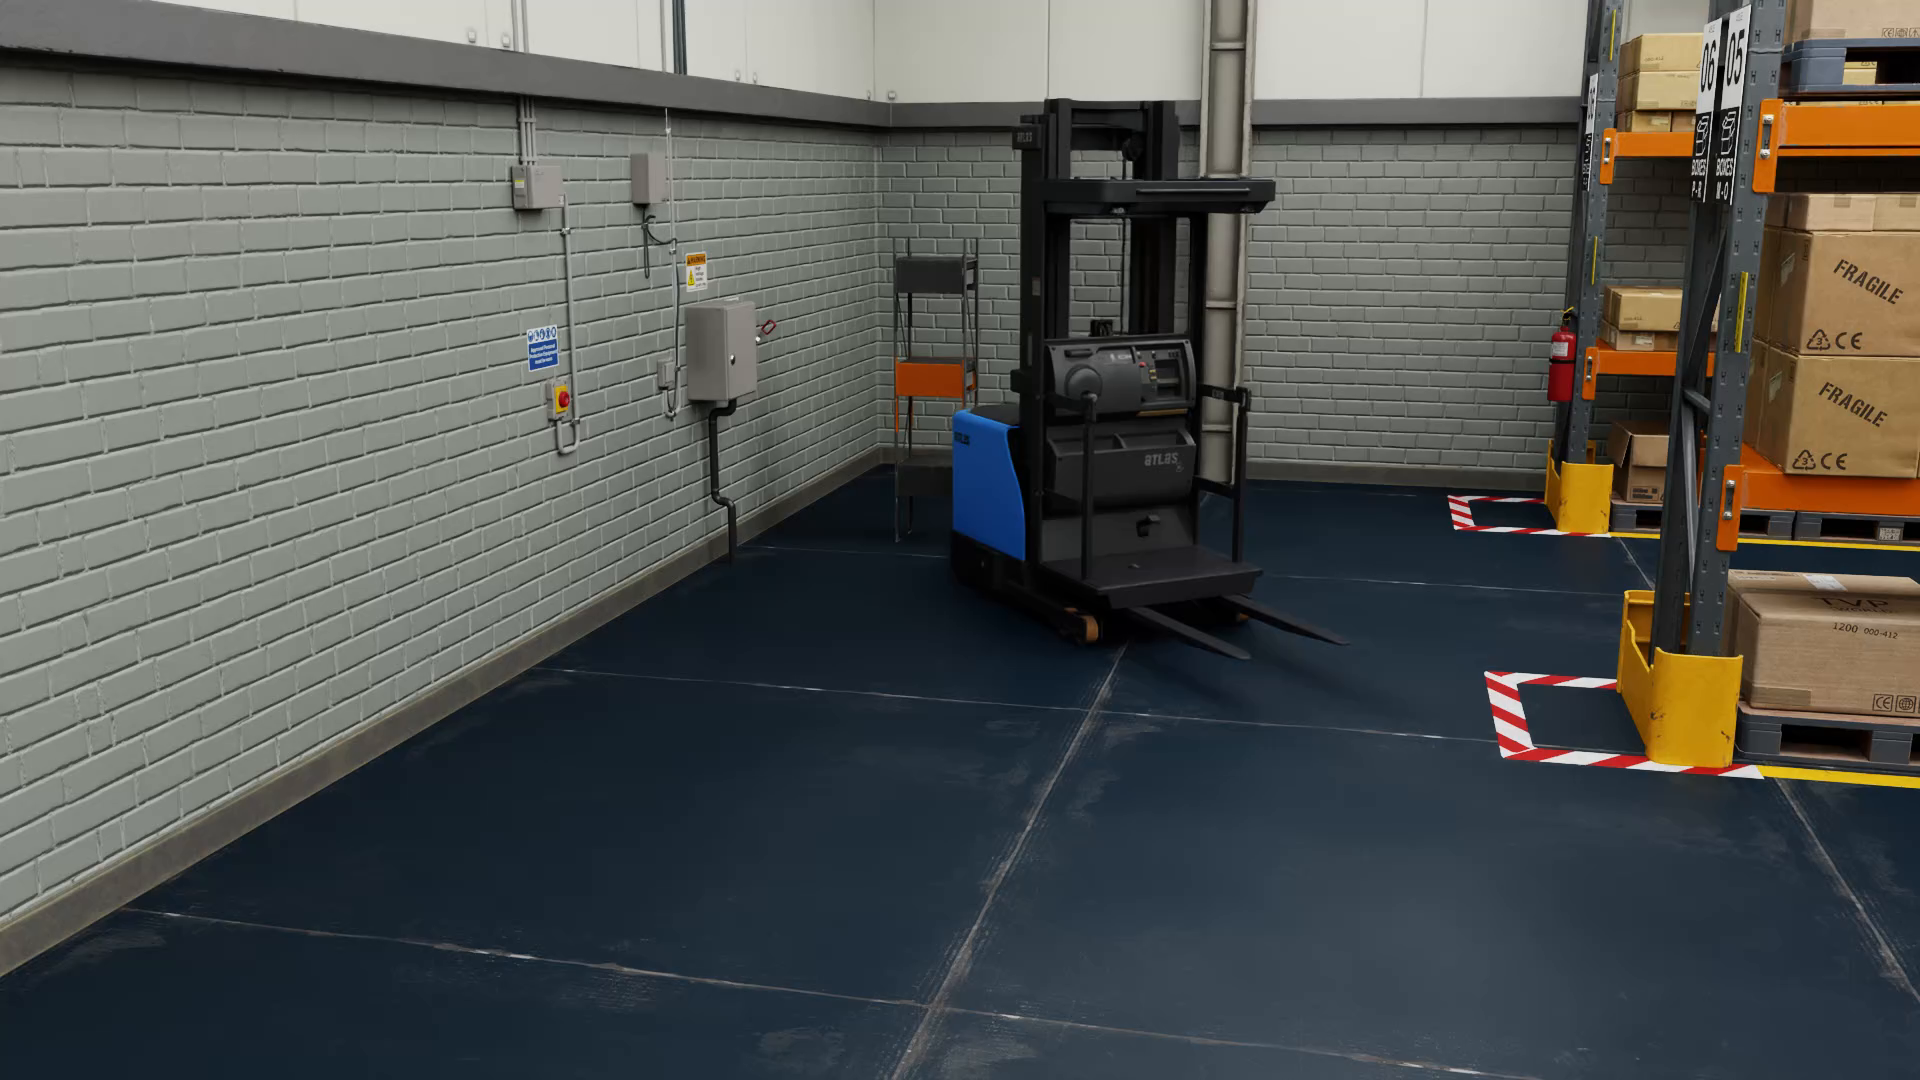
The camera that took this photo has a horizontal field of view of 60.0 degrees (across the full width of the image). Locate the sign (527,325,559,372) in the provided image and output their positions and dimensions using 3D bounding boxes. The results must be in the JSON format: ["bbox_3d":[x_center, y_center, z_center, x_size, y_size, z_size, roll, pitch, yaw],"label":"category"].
[{"bbox_3d":[-2.189,-1.008,8.728,0.001,0.218,0.327,3,13,14],"label":"sign"}]

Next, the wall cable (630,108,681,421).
[{"bbox_3d":[-1.789,-1.678,10.026,0.122,1.984,0.588,3,13,14],"label":"wall cable"}]

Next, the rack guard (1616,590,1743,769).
[{"bbox_3d":[3.339,0.624,7.768,0.348,0.500,1.175,3,13,14],"label":"rack guard"}]

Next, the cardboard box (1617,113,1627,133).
[{"bbox_3d":[4.914,-3.013,12.044,0.250,0.149,0.380,3,13,15],"label":"cardboard box"}]

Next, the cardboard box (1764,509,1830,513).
[{"bbox_3d":[5.940,-0.520,11.953,0.500,0.500,0.700,4,13,16],"label":"cardboard box"}]

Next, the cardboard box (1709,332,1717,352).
[{"bbox_3d":[5.323,-1.432,11.844,0.250,0.149,0.380,3,13,13],"label":"cardboard box"}]

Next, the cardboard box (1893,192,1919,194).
[{"bbox_3d":[4.282,-1.469,7.391,0.250,0.149,0.380,3,13,13],"label":"cardboard box"}]

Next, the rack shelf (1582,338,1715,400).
[{"bbox_3d":[6.490,-1.184,11.808,4.000,0.370,1.077,3,13,14],"label":"rack shelf"}]

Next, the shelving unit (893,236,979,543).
[{"bbox_3d":[-0.161,-1.034,11.545,0.503,2.100,0.431,3,13,14],"label":"shelving unit"}]

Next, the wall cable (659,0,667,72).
[{"bbox_3d":[-2.045,-3.918,8.618,0.029,3.000,2.355,3,13,14],"label":"wall cable"}]

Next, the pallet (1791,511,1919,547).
[{"bbox_3d":[6.577,-0.169,12.009,1.213,0.211,1.003,3,13,14],"label":"pallet"}]

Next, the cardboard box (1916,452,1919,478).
[{"bbox_3d":[4.257,-0.539,7.005,0.500,0.500,0.500,3,13,13],"label":"cardboard box"}]

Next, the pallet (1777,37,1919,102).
[{"bbox_3d":[4.085,-1.980,7.013,1.213,0.211,1.003,3,13,14],"label":"pallet"}]

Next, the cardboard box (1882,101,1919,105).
[{"bbox_3d":[6.413,-3.022,11.164,0.500,0.250,0.500,3,13,13],"label":"cardboard box"}]

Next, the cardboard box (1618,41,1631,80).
[{"bbox_3d":[5.046,-3.455,11.963,0.500,0.250,0.500,3,13,12],"label":"cardboard box"}]

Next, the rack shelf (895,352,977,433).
[{"bbox_3d":[-0.161,-1.020,11.548,0.480,0.518,0.431,3,13,14],"label":"rack shelf"}]

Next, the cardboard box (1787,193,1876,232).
[{"bbox_3d":[3.641,-1.372,6.957,0.250,0.149,0.380,3,13,15],"label":"cardboard box"}]

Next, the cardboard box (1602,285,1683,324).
[{"bbox_3d":[5.058,-1.743,12.326,0.500,0.250,0.500,3,13,15],"label":"cardboard box"}]

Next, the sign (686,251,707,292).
[{"bbox_3d":[-1.687,-1.720,10.652,0.001,0.242,0.339,3,13,14],"label":"sign"}]

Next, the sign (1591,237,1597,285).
[{"bbox_3d":[4.418,-1.948,11.590,0.005,0.325,0.100,3,13,14],"label":"sign"}]

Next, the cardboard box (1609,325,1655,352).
[{"bbox_3d":[4.801,-1.442,11.888,0.250,0.149,0.380,3,13,13],"label":"cardboard box"}]

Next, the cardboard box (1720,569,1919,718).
[{"bbox_3d":[4.027,0.464,7.665,0.875,0.438,0.875,3,13,12],"label":"cardboard box"}]

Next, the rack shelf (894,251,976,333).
[{"bbox_3d":[-0.161,-1.704,11.396,0.480,0.518,0.431,3,13,14],"label":"rack shelf"}]

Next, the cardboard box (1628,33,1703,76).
[{"bbox_3d":[4.919,-3.344,11.461,0.500,0.250,0.500,3,13,13],"label":"cardboard box"}]

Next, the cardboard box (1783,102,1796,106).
[{"bbox_3d":[5.412,-3.073,11.395,0.500,0.250,0.500,3,13,15],"label":"cardboard box"}]

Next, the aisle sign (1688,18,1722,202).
[{"bbox_3d":[3.367,-1.933,7.521,0.004,0.787,0.394,3,13,14],"label":"aisle sign"}]

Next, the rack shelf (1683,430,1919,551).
[{"bbox_3d":[5.304,-0.140,7.102,4.000,0.370,1.077,3,13,14],"label":"rack shelf"}]

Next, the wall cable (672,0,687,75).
[{"bbox_3d":[-1.341,-4.520,11.246,0.133,3.039,2.988,3,13,14],"label":"wall cable"}]

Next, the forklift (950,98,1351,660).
[{"bbox_3d":[1.024,-0.961,9.300,1.130,2.935,3.031,-6,14,-25],"label":"forklift"}]

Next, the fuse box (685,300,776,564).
[{"bbox_3d":[-1.473,-0.688,10.885,0.414,1.711,0.539,3,13,14],"label":"fuse box"}]

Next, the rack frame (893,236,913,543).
[{"bbox_3d":[-0.398,-1.046,11.602,0.015,2.100,0.400,3,13,14],"label":"rack frame"}]

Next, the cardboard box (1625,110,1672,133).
[{"bbox_3d":[4.802,-2.916,11.605,0.250,0.149,0.380,3,13,15],"label":"cardboard box"}]

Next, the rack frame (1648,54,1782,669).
[{"bbox_3d":[3.362,-0.595,7.492,0.127,3.000,1.000,3,13,14],"label":"rack frame"}]

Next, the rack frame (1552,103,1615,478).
[{"bbox_3d":[4.548,-1.639,12.198,0.127,3.000,1.000,3,13,14],"label":"rack frame"}]

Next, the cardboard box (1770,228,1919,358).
[{"bbox_3d":[3.760,-1.048,6.991,0.500,0.500,0.500,3,13,12],"label":"cardboard box"}]

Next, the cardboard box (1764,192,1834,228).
[{"bbox_3d":[3.759,-1.473,7.409,0.250,0.149,0.380,3,13,14],"label":"cardboard box"}]

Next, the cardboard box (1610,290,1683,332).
[{"bbox_3d":[4.924,-1.631,11.820,0.500,0.250,0.500,3,13,14],"label":"cardboard box"}]
